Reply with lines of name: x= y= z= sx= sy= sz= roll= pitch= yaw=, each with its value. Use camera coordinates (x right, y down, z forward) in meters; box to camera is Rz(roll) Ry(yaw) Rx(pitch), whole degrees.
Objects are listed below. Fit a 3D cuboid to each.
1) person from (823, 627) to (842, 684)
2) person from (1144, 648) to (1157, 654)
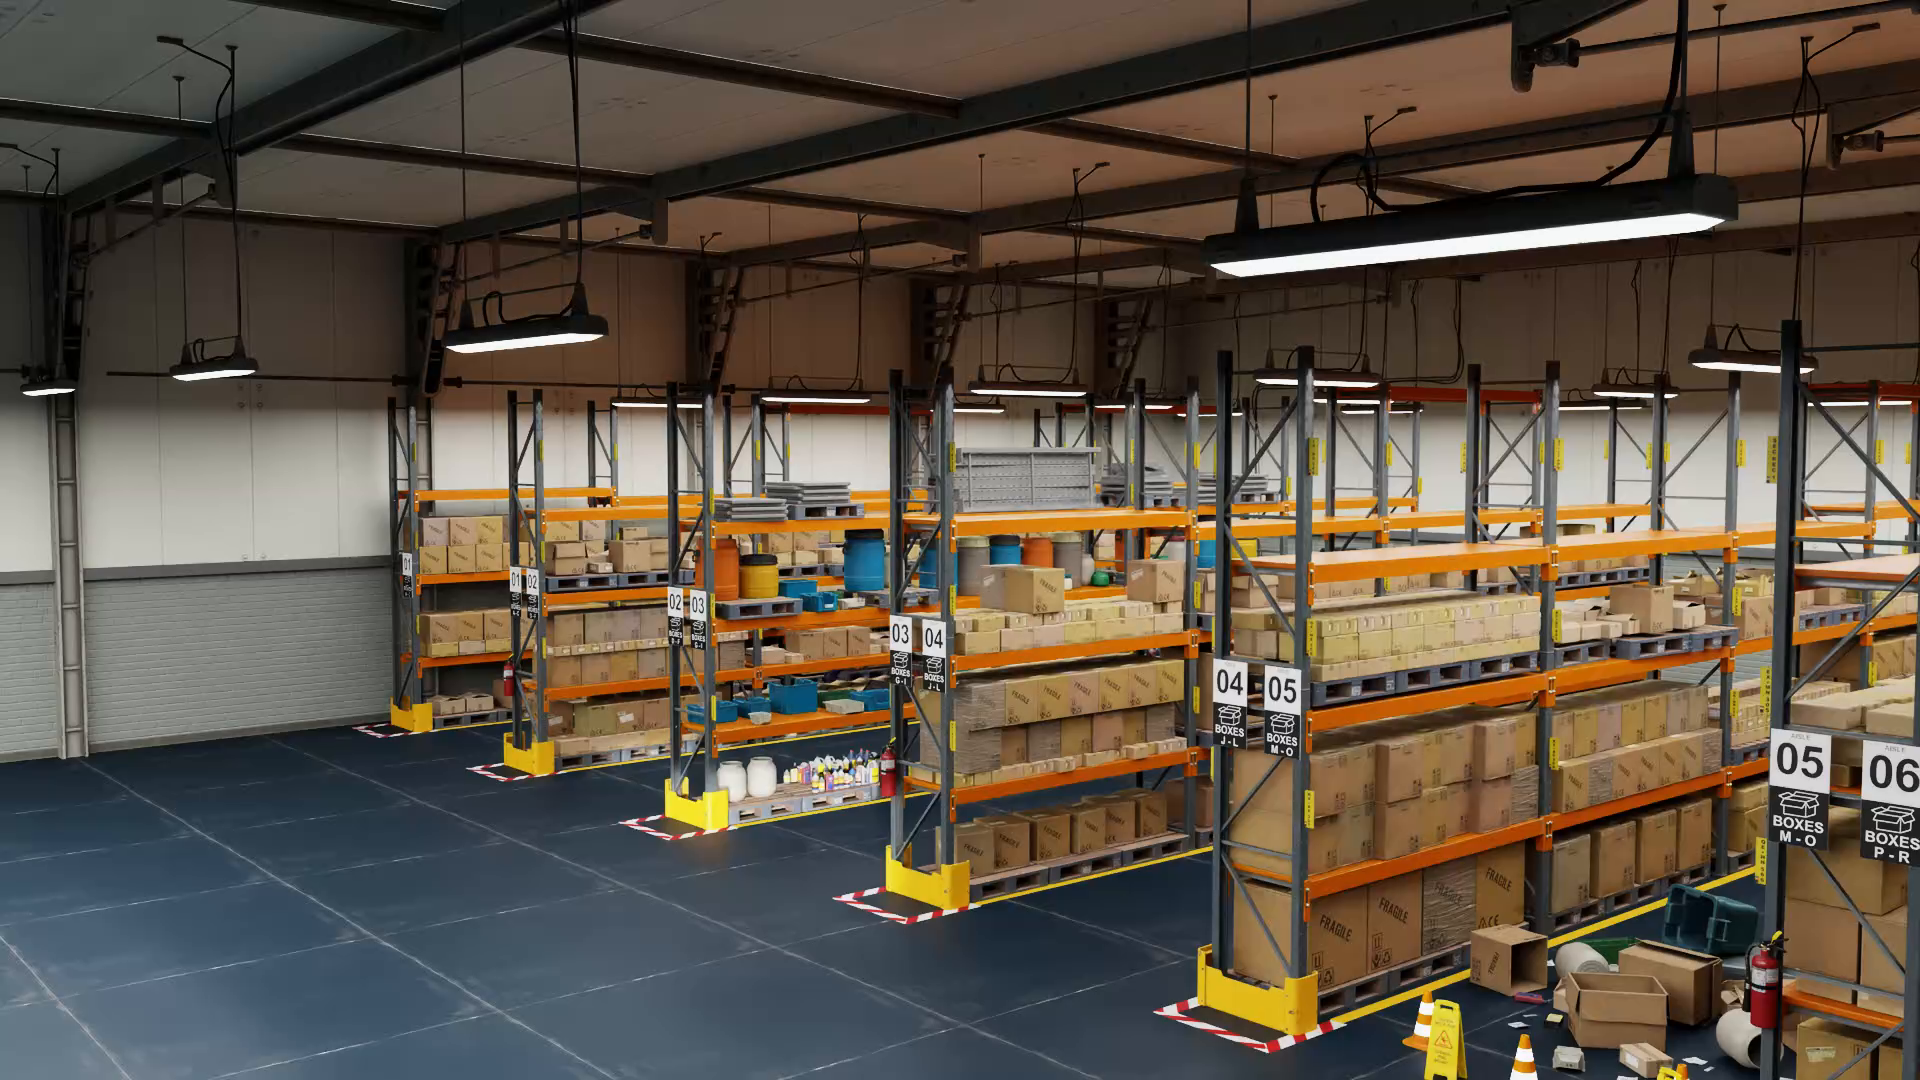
person: x=-2.477 y=2.486 z=32.258 sx=0.603 sy=1.627 sz=0.946 roll=3 pitch=5 yaw=44
person: x=3.768 y=2.471 z=32.210 sx=0.693 sy=1.607 sz=0.598 roll=-2 pitch=4 yaw=-27
